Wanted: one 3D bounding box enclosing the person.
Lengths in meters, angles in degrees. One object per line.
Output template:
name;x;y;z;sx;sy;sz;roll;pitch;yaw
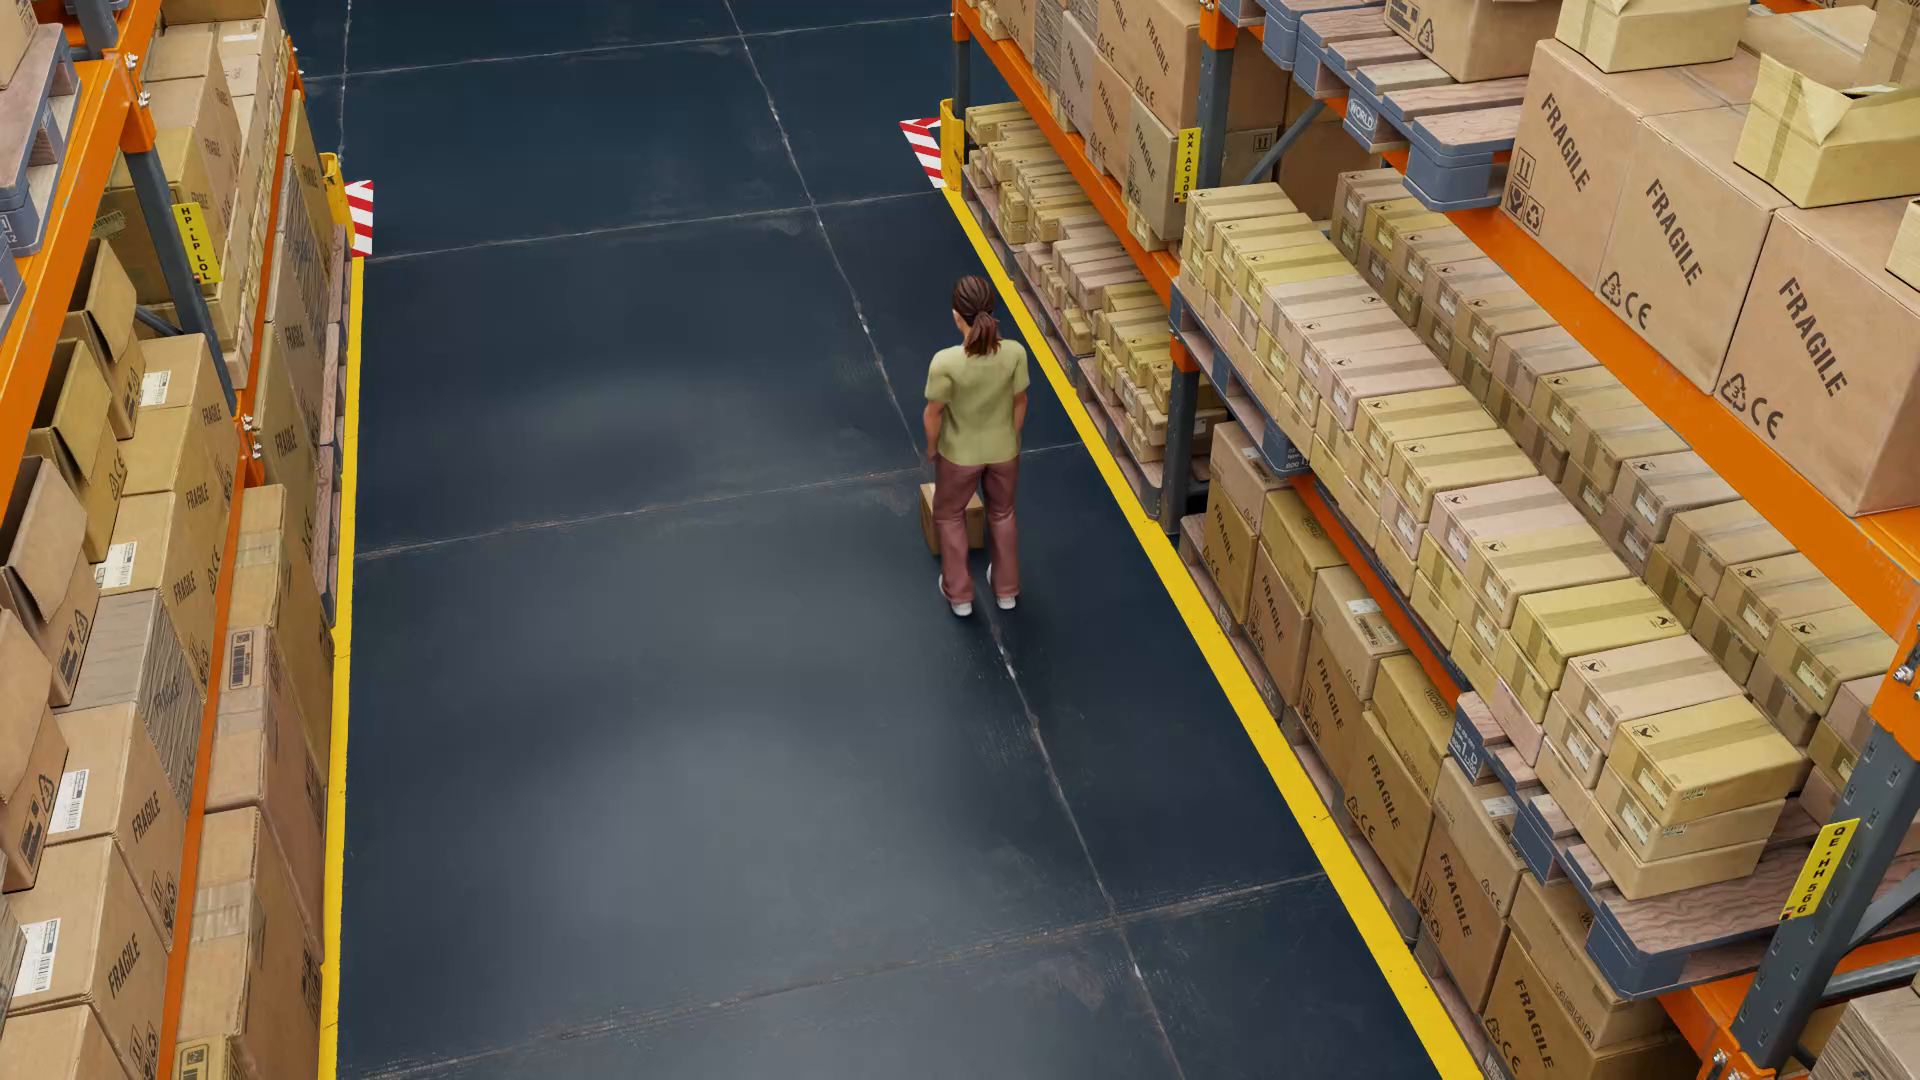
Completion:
person;0.064;-0.381;7.214;0.455;1.661;0.356;-9;39;-11
